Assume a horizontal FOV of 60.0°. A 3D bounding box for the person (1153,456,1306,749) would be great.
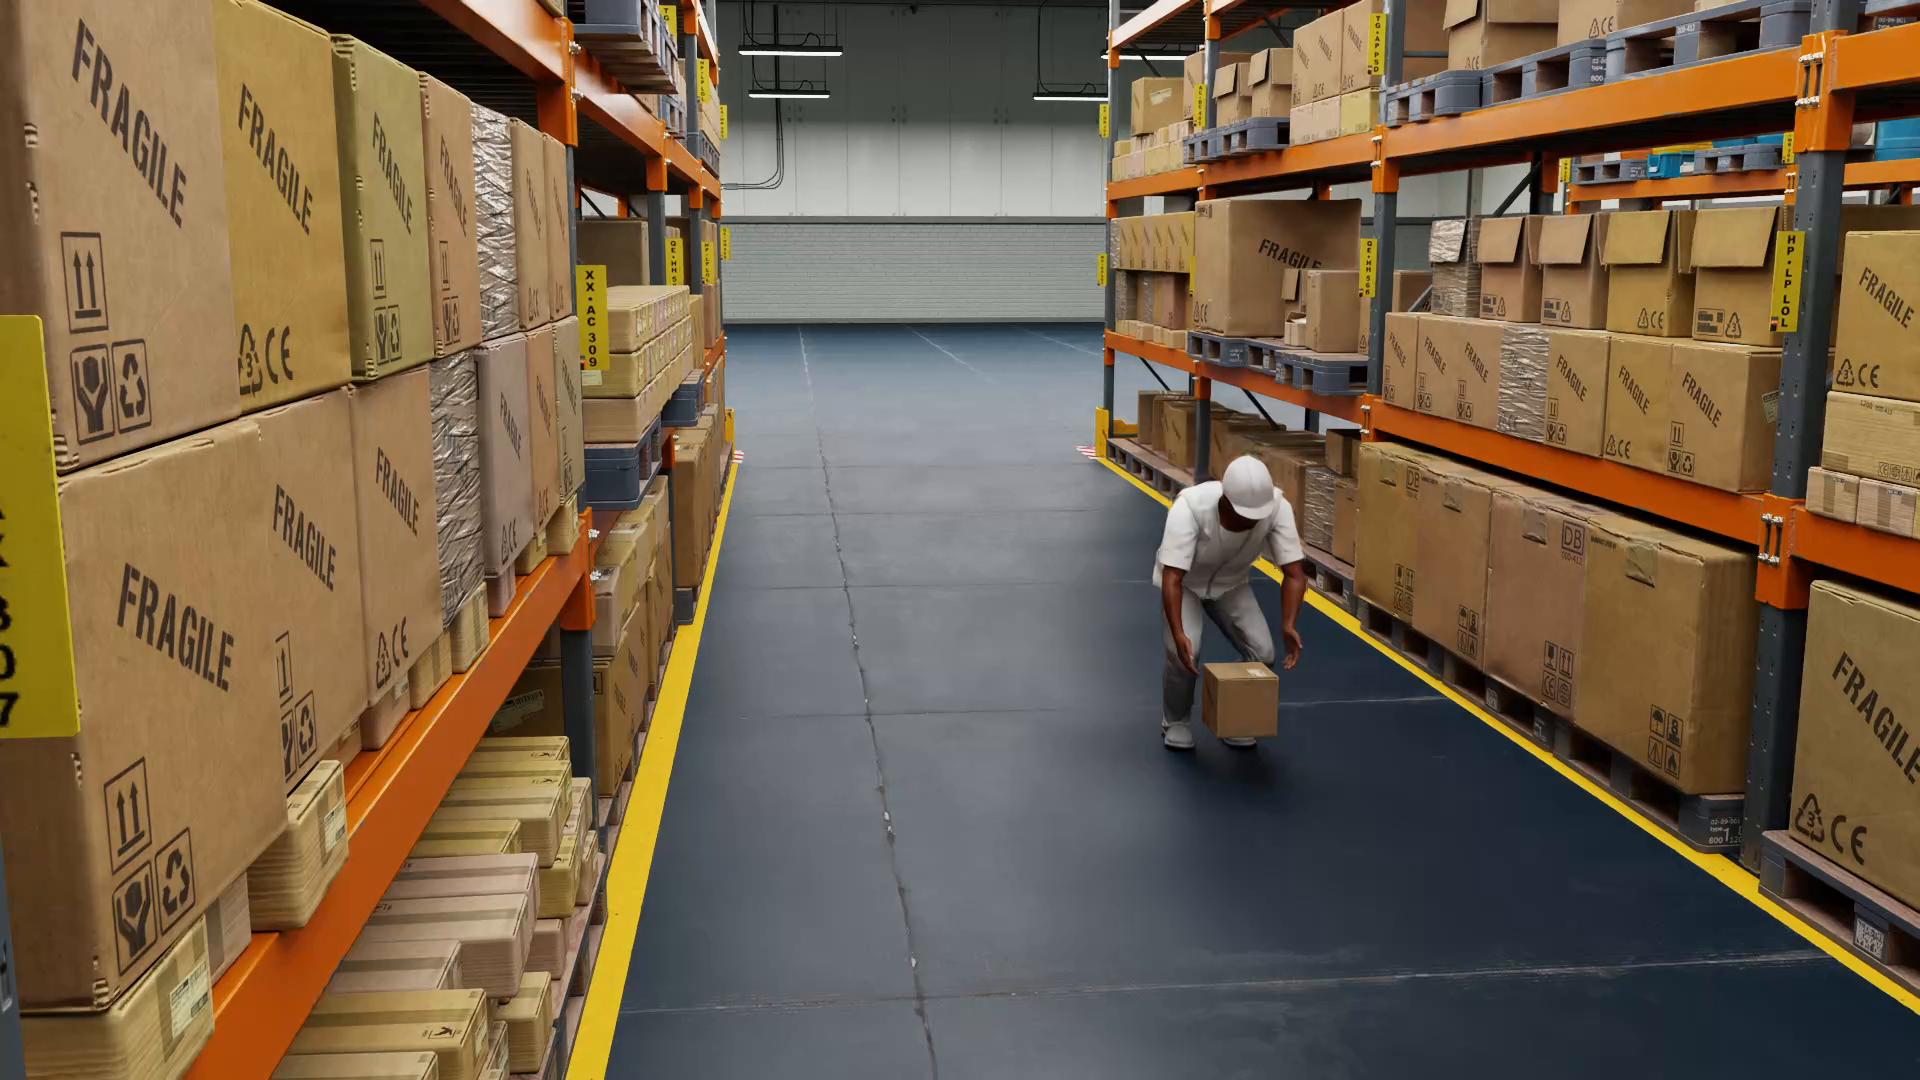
[{"bbox_3d":[1.142,0.257,7.172,0.630,1.317,0.803,-1,10,-6],"label":"person"}]
